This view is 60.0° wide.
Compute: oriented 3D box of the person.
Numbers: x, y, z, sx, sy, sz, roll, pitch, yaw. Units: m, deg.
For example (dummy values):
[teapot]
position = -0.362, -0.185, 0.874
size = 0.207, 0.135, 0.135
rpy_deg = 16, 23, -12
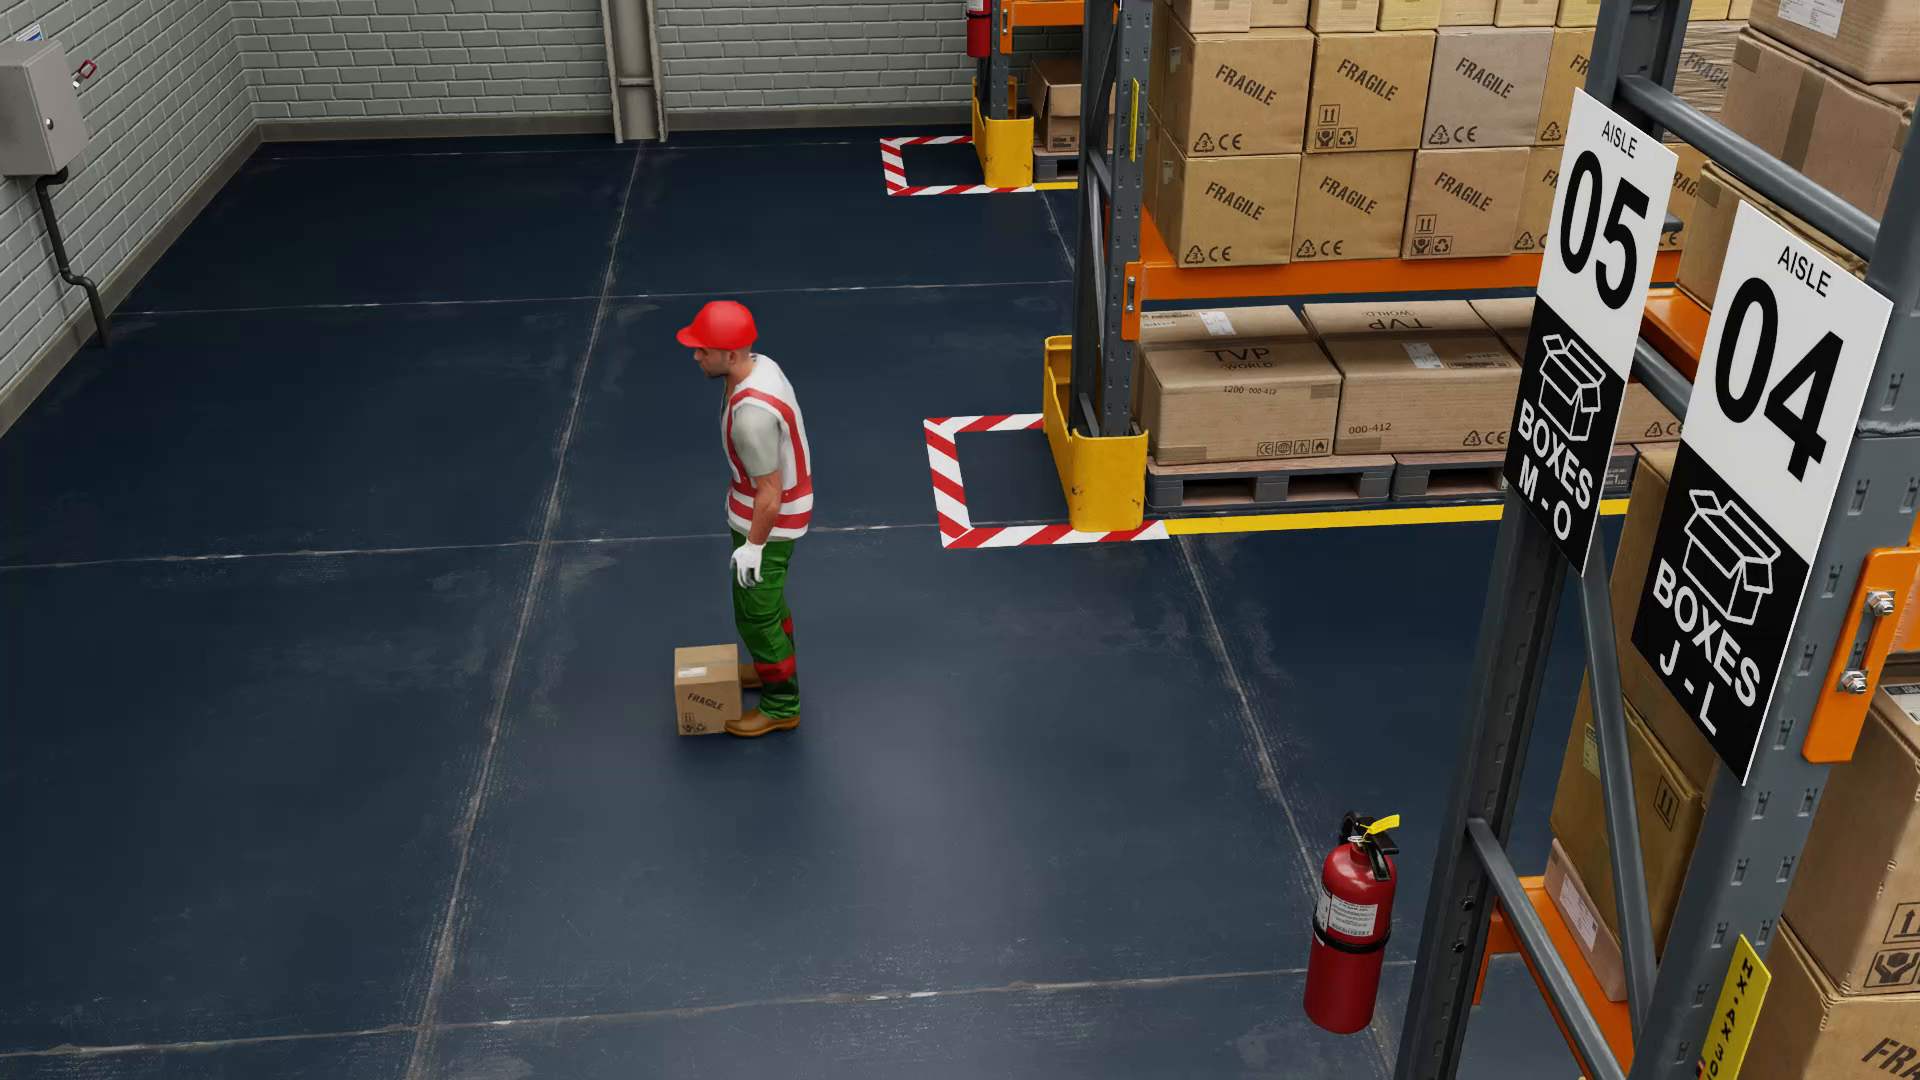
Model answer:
[person]
position = -0.774, -0.078, 6.249
size = 0.446, 1.779, 0.589
rpy_deg = -4, 31, -6
